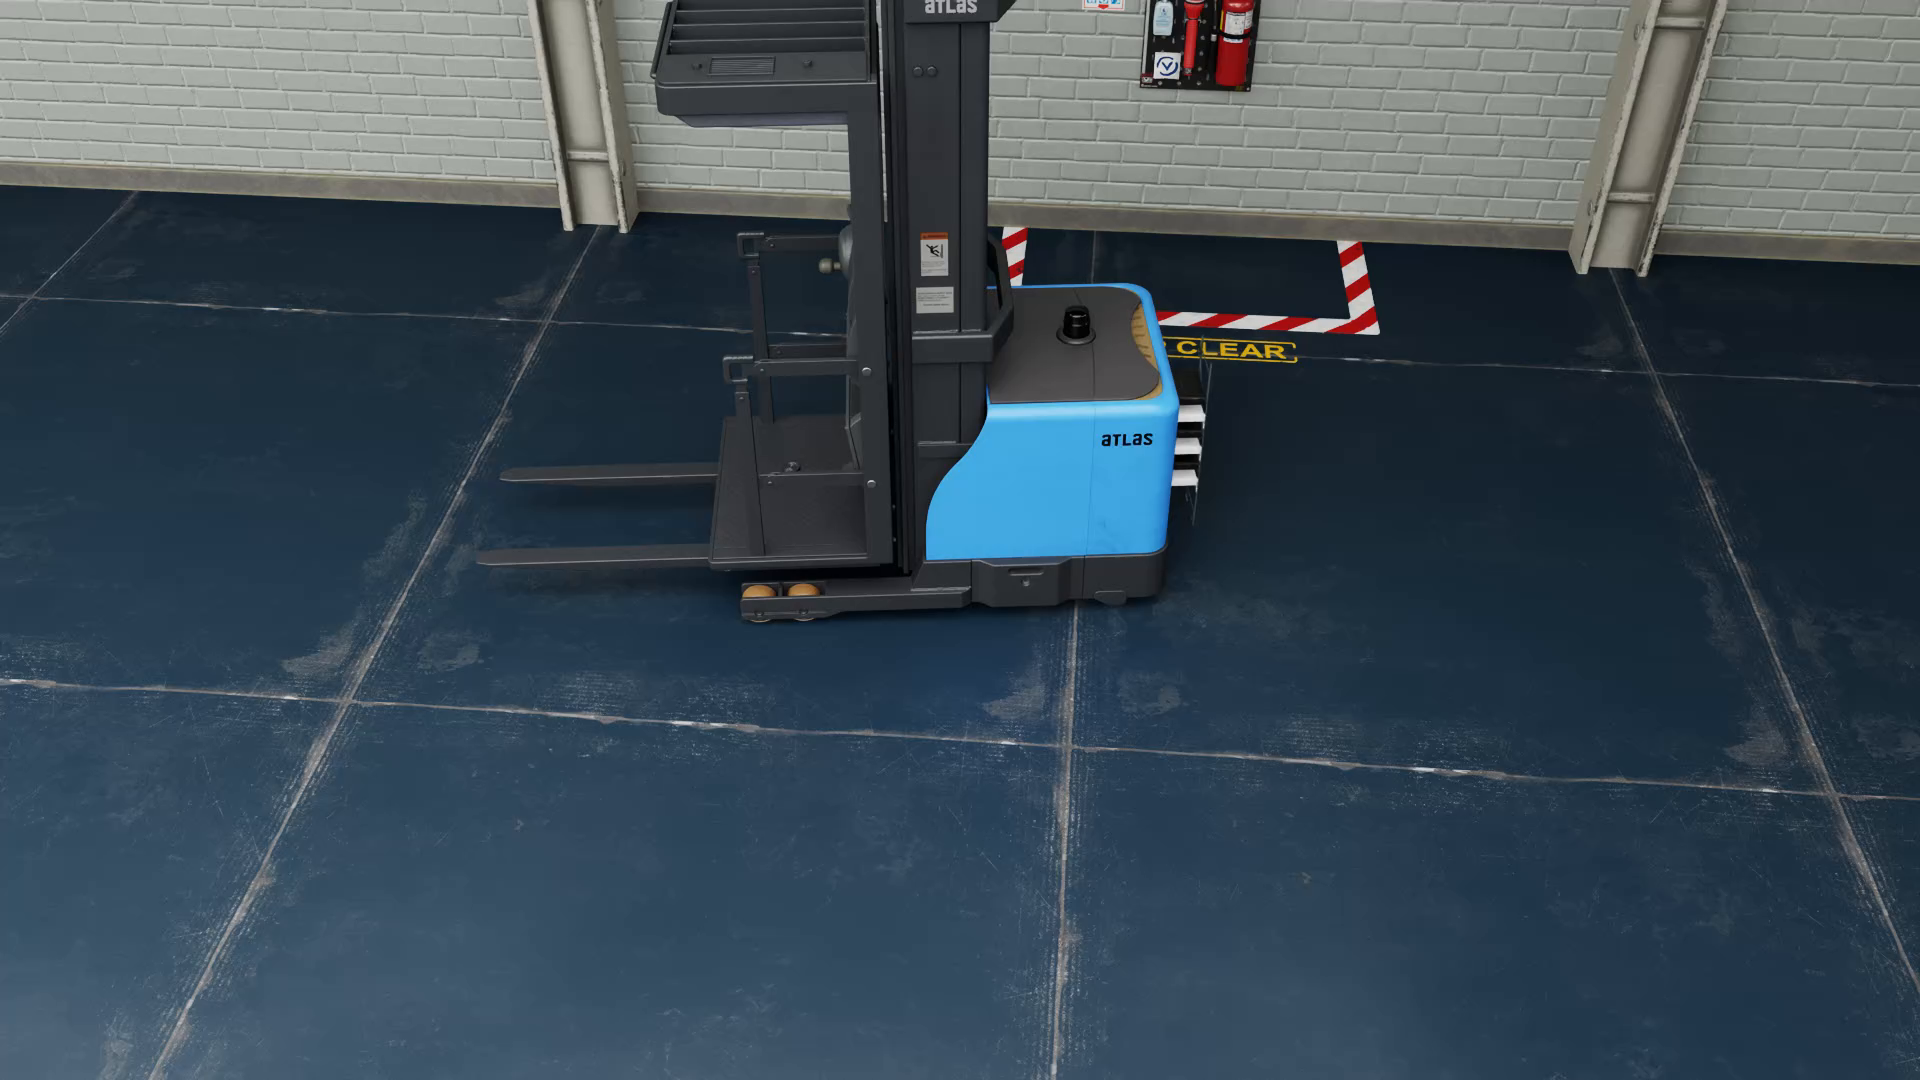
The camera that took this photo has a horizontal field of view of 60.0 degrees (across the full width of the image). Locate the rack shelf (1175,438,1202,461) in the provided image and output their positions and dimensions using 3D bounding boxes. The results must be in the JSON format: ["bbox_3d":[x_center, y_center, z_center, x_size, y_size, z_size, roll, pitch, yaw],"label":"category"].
[{"bbox_3d":[0.991,-0.466,7.662,0.200,0.077,0.258,-2,39,-2],"label":"rack shelf"}]

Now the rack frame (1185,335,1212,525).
[{"bbox_3d":[1.093,-0.495,7.645,0.006,0.900,0.240,-2,39,-2],"label":"rack frame"}]

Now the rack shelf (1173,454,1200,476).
[{"bbox_3d":[0.991,-0.396,7.719,0.200,0.077,0.258,-2,39,-2],"label":"rack shelf"}]

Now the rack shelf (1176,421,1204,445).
[{"bbox_3d":[0.991,-0.536,7.605,0.200,0.077,0.258,-2,39,-2],"label":"rack shelf"}]

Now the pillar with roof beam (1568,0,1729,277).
[{"bbox_3d":[3.422,-2.415,3.588,0.400,9.000,9.100,3,39,4],"label":"pillar with roof beam"}]

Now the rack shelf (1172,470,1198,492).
[{"bbox_3d":[0.991,-0.326,7.776,0.200,0.077,0.258,-2,39,-2],"label":"rack shelf"}]

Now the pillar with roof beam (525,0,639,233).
[{"bbox_3d":[-2.555,-2.742,3.990,0.400,9.000,9.100,3,39,4],"label":"pillar with roof beam"}]

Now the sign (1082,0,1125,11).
[{"bbox_3d":[0.793,-3.063,9.109,0.234,0.329,0.001,3,39,4],"label":"sign"}]

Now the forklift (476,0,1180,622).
[{"bbox_3d":[-0.622,-1.118,6.802,3.031,2.935,1.130,-2,39,-2],"label":"forklift"}]

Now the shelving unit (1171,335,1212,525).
[{"bbox_3d":[0.991,-0.492,7.641,0.210,0.900,0.258,-2,39,-2],"label":"shelving unit"}]

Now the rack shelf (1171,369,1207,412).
[{"bbox_3d":[0.991,-0.675,7.492,0.200,0.077,0.258,-2,39,-2],"label":"rack shelf"}]

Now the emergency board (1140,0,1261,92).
[{"bbox_3d":[1.335,-2.954,9.003,0.643,1.169,0.194,3,39,4],"label":"emergency board"}]

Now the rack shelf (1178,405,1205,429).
[{"bbox_3d":[0.991,-0.605,7.549,0.200,0.077,0.258,-2,39,-2],"label":"rack shelf"}]

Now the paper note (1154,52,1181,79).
[{"bbox_3d":[1.165,-2.666,9.346,0.142,0.148,0.016,3,39,4],"label":"paper note"}]
